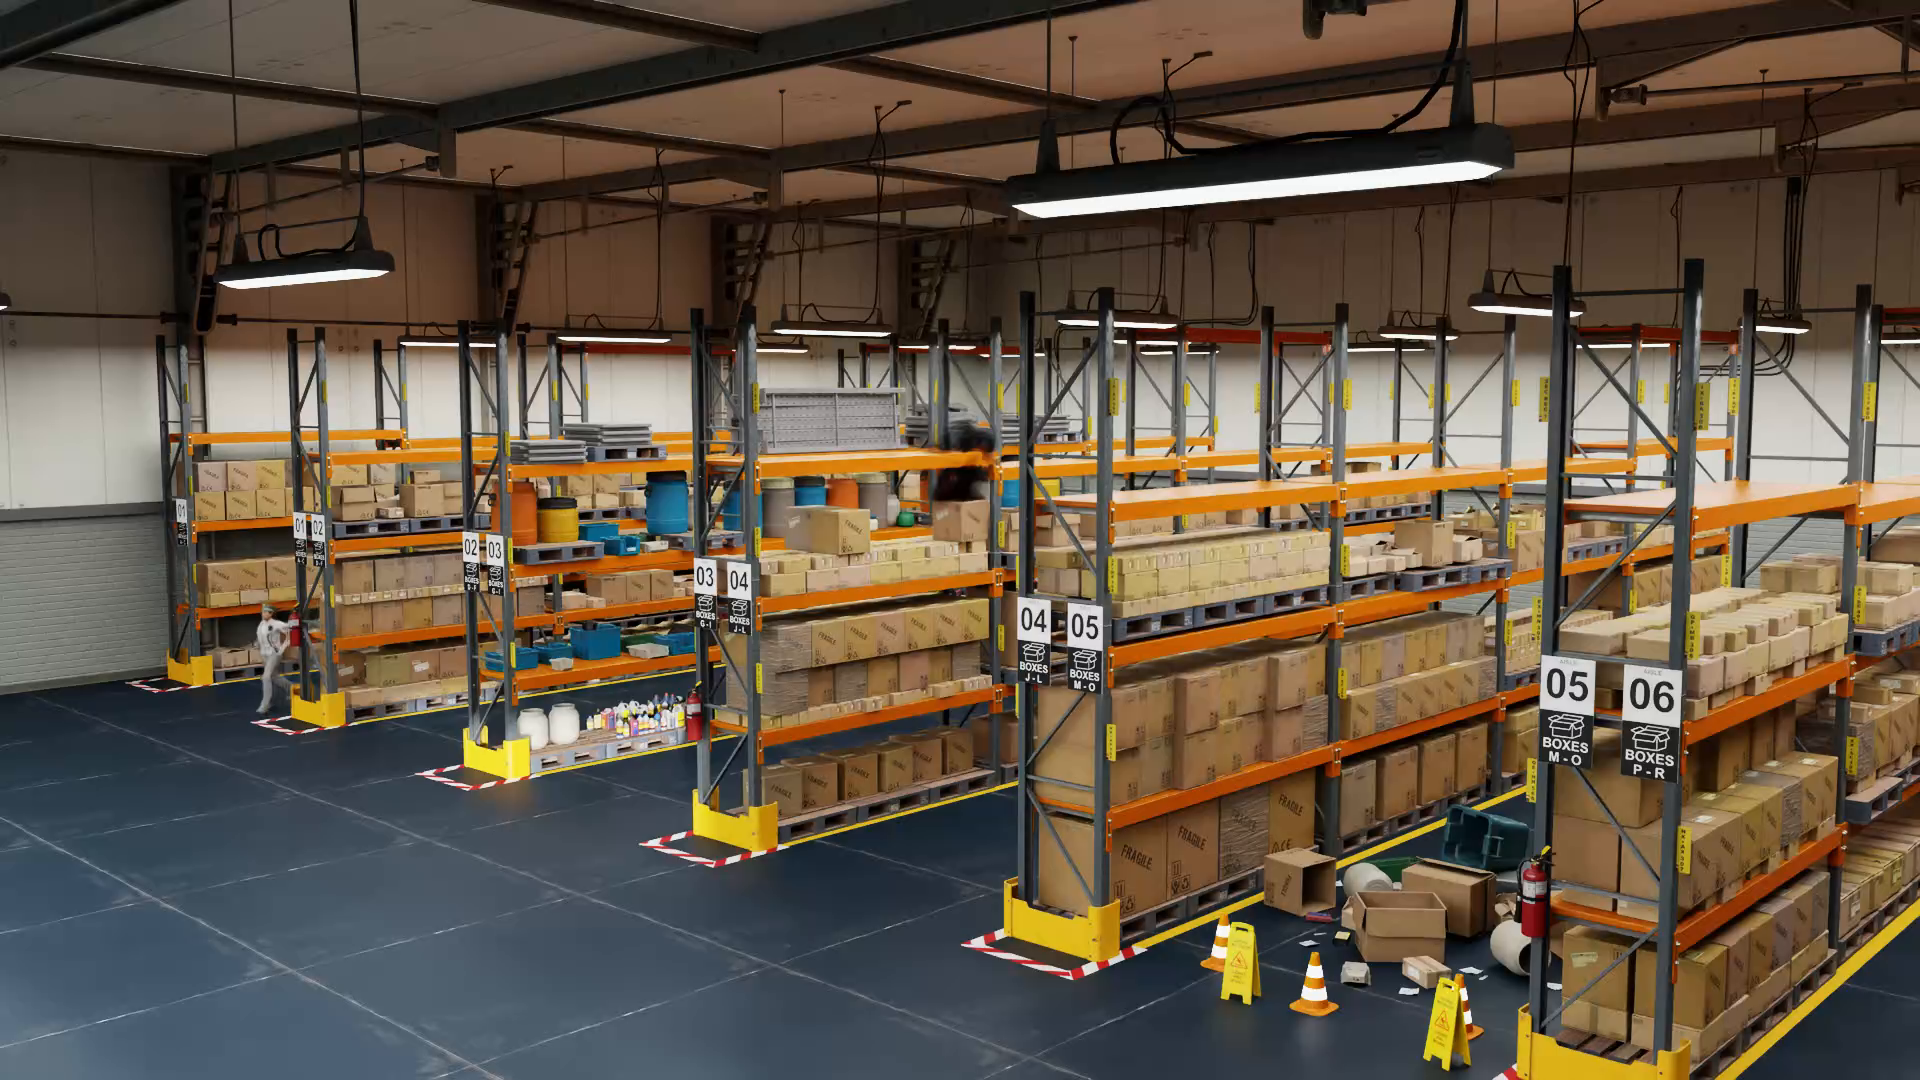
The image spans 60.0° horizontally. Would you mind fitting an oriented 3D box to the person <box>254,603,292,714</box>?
[{"bbox_3d":[-10.901,1.850,26.431,0.643,1.730,0.887,3,6,32],"label":"person"}]
